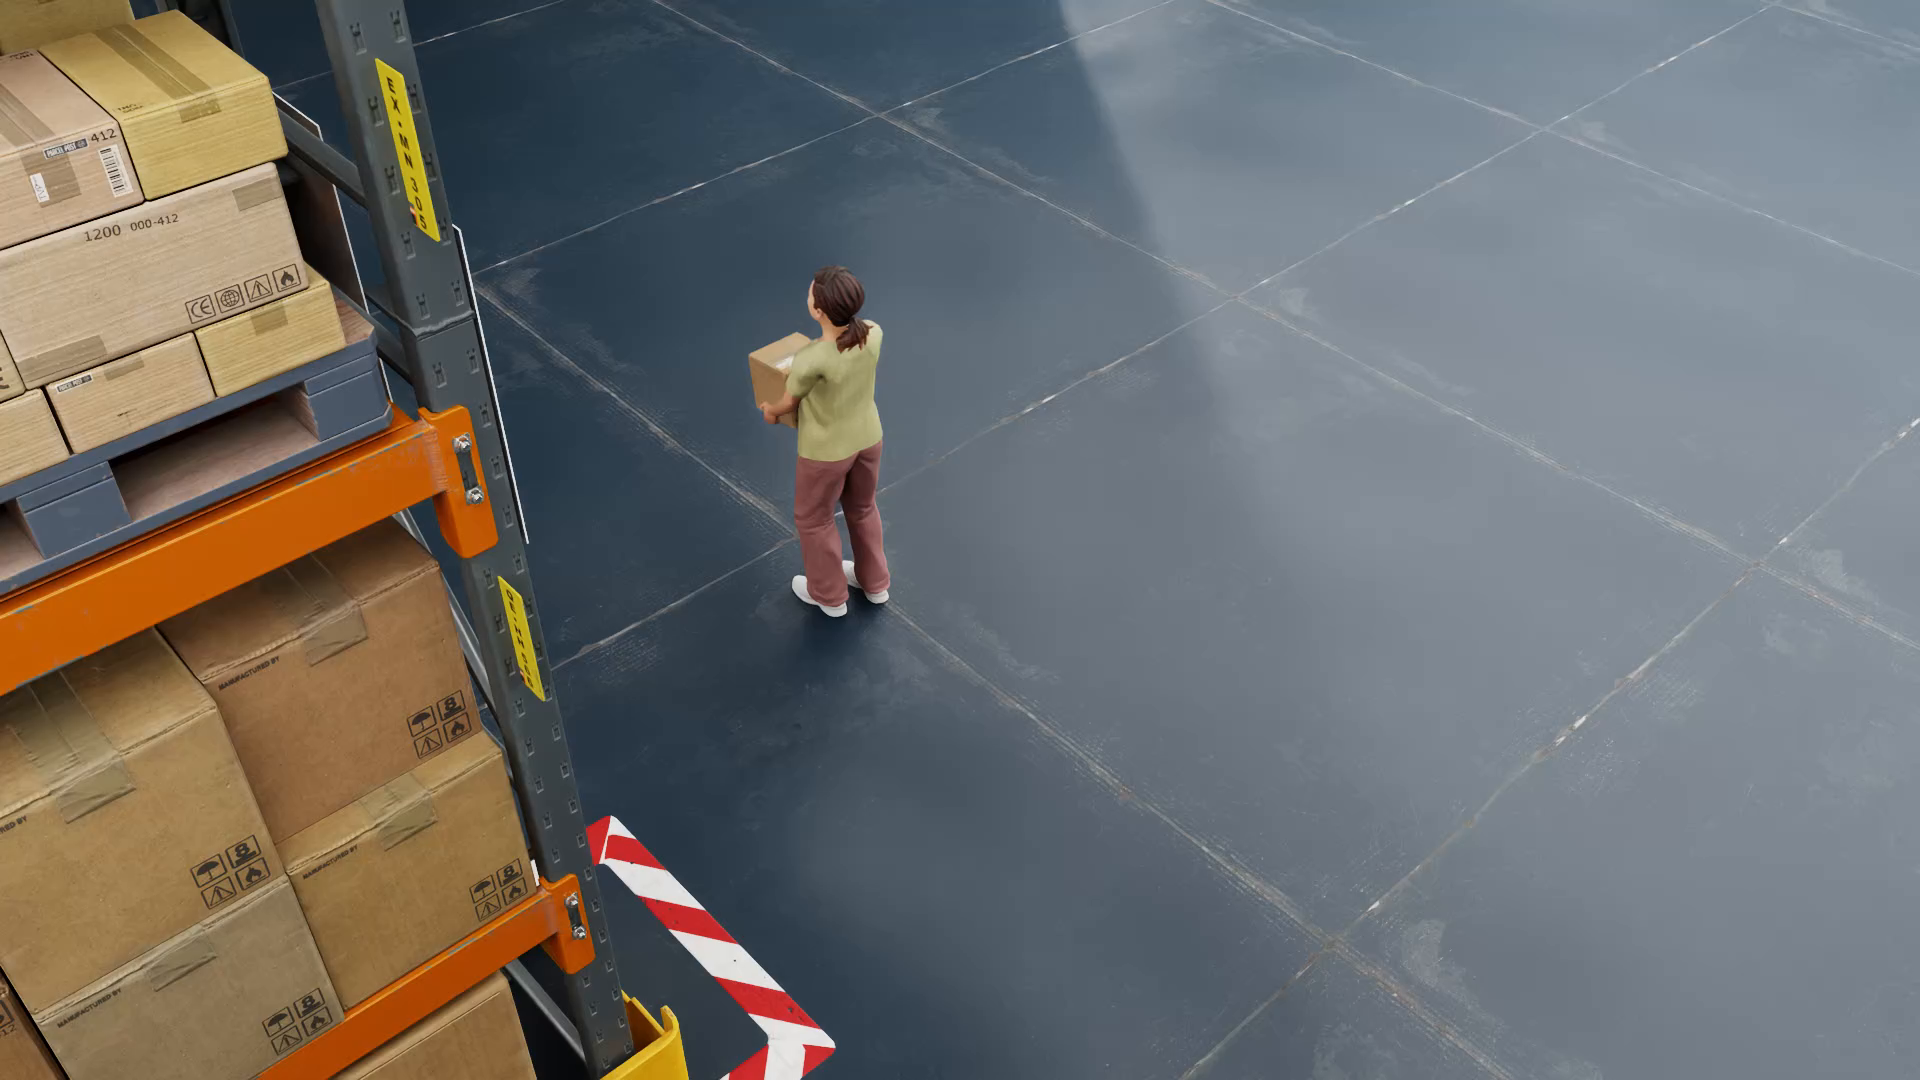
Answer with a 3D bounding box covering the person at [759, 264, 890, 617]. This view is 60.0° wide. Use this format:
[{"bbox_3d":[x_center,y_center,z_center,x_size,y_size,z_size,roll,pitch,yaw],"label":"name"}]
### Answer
[{"bbox_3d":[-0.532,-0.385,6.668,0.426,1.611,0.530,-30,48,-31],"label":"person"}]
